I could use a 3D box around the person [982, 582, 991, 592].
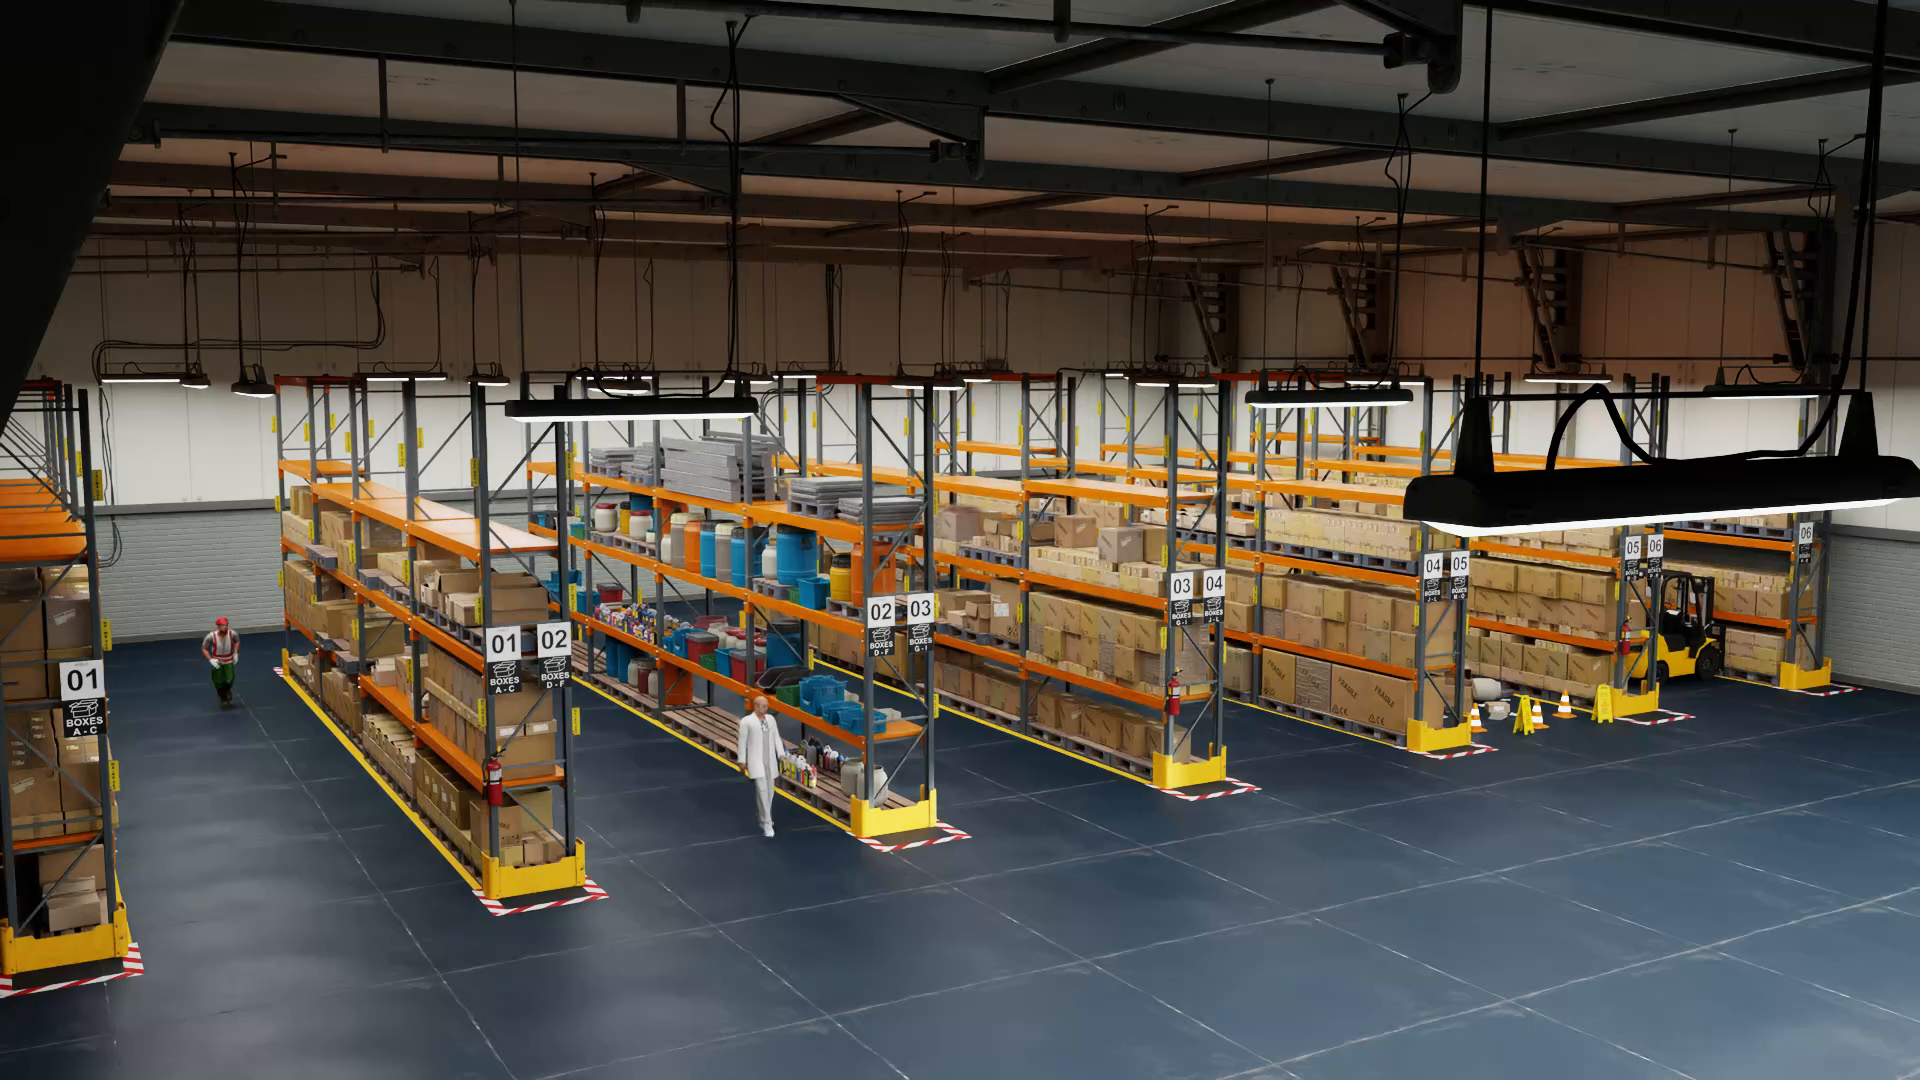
[{"bbox_3d":[0.778,0.585,45.041,0.432,1.616,0.881,4,7,31],"label":"person"}]

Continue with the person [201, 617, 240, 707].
[{"bbox_3d":[-13.377,2.208,30.114,0.631,1.685,0.629,-2,7,-22],"label":"person"}]

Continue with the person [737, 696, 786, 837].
[{"bbox_3d":[-2.597,3.119,22.360,0.609,1.607,0.731,-5,8,-40],"label":"person"}]
